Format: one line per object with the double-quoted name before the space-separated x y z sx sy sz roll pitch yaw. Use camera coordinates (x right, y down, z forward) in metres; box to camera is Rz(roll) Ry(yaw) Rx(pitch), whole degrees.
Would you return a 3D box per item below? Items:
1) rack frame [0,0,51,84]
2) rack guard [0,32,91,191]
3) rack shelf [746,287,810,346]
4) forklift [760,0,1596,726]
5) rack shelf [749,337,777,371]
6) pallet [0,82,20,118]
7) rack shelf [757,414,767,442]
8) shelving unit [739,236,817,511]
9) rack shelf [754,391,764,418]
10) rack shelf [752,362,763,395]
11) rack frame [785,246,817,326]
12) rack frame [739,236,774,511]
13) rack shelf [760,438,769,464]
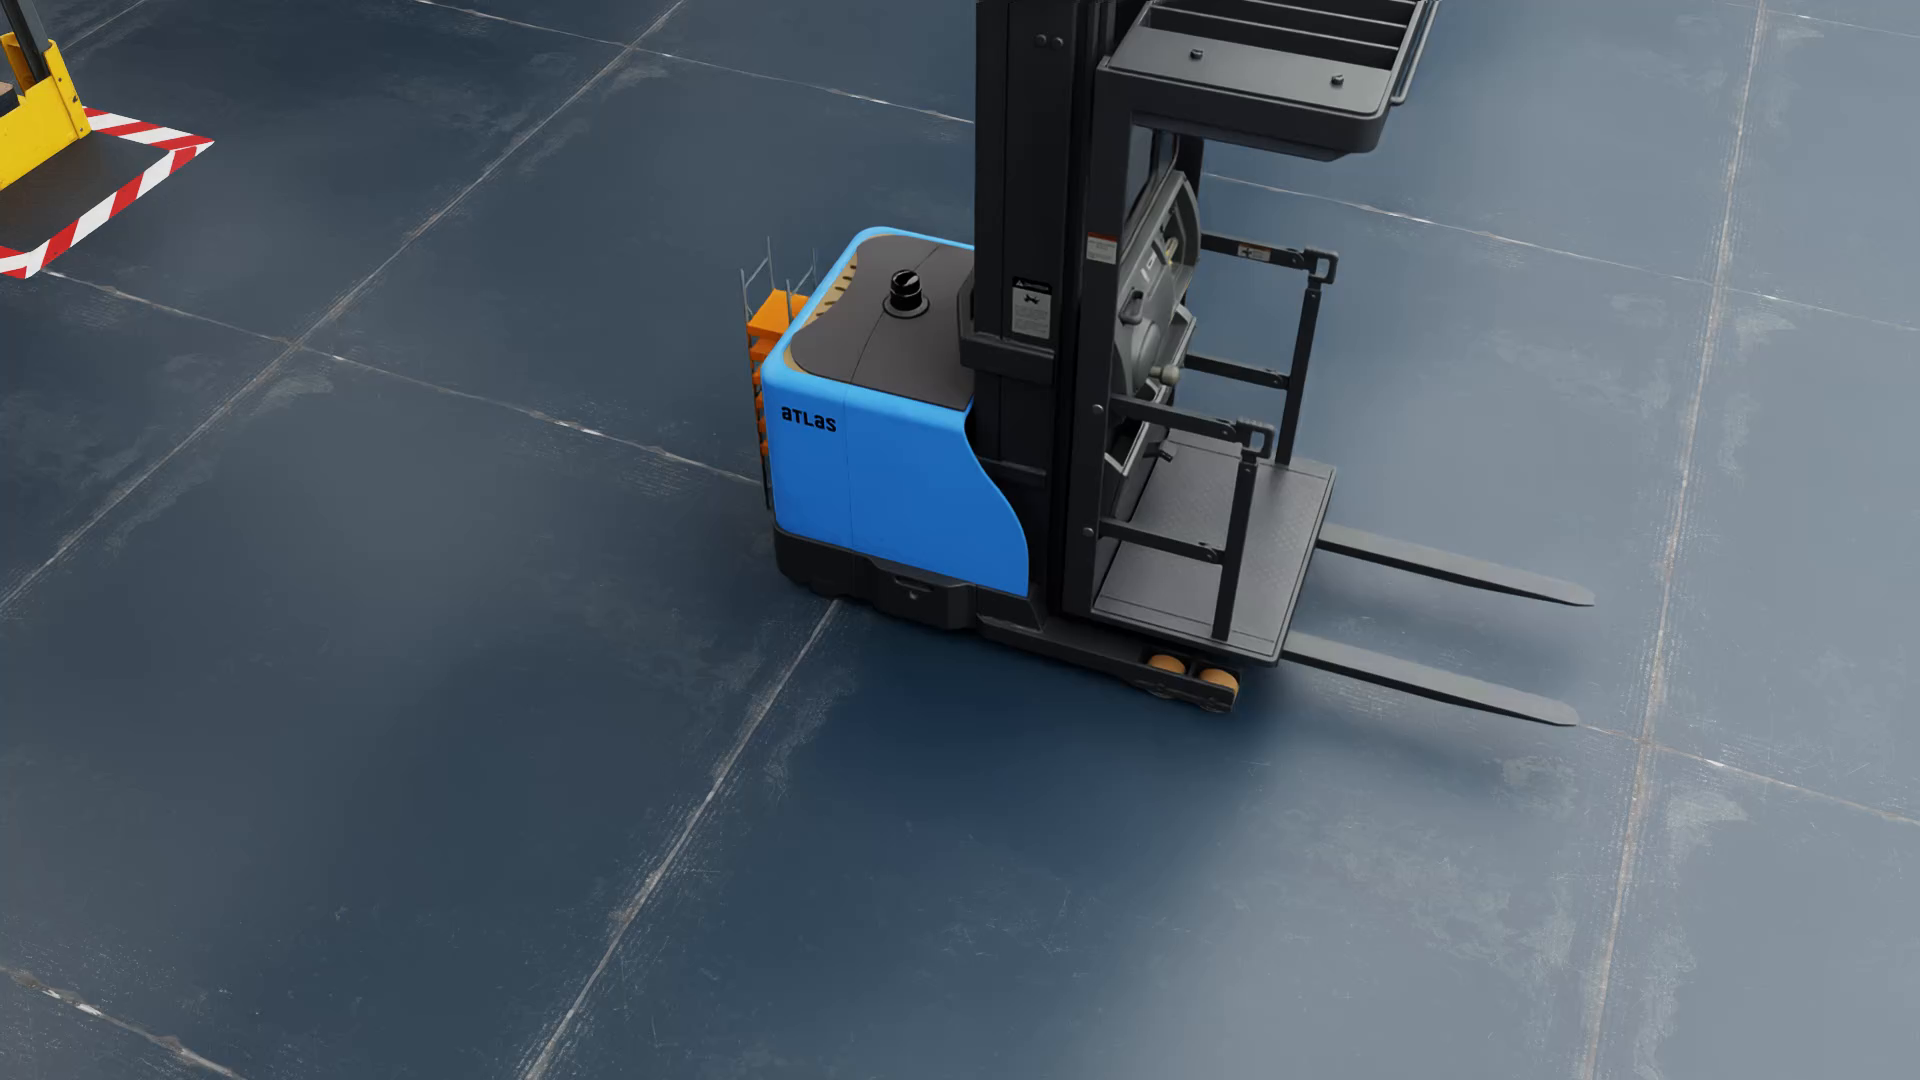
"rack frame" -4.962 -2.968 7.607 0.127 3.000 1.000 16 47 16
"rack guard" -5.051 -2.072 8.478 0.348 0.500 1.175 16 47 16
"rack shelf" -0.669 -0.827 6.283 0.180 0.103 0.258 15 47 14
"forklift" 0.848 -0.832 5.509 3.031 2.935 1.130 15 47 14
"rack shelf" -0.669 -0.742 6.368 0.180 0.103 0.258 15 47 14
"pallet" -5.798 -2.194 8.806 1.213 0.211 1.003 16 47 16
"rack shelf" -0.669 -0.487 6.622 0.180 0.103 0.258 15 47 14
"shelving unit" -0.669 -0.603 6.506 0.189 1.200 0.258 15 47 14
"rack shelf" -0.669 -0.572 6.537 0.180 0.103 0.258 15 47 14
"rack shelf" -0.669 -0.657 6.452 0.180 0.103 0.258 15 47 14
"rack frame" -0.584 -0.580 6.483 0.006 1.200 0.240 15 47 14
"rack frame" -0.755 -0.626 6.528 0.006 1.200 0.240 15 47 14
"rack shelf" -0.669 -0.402 6.706 0.180 0.103 0.258 15 47 14
